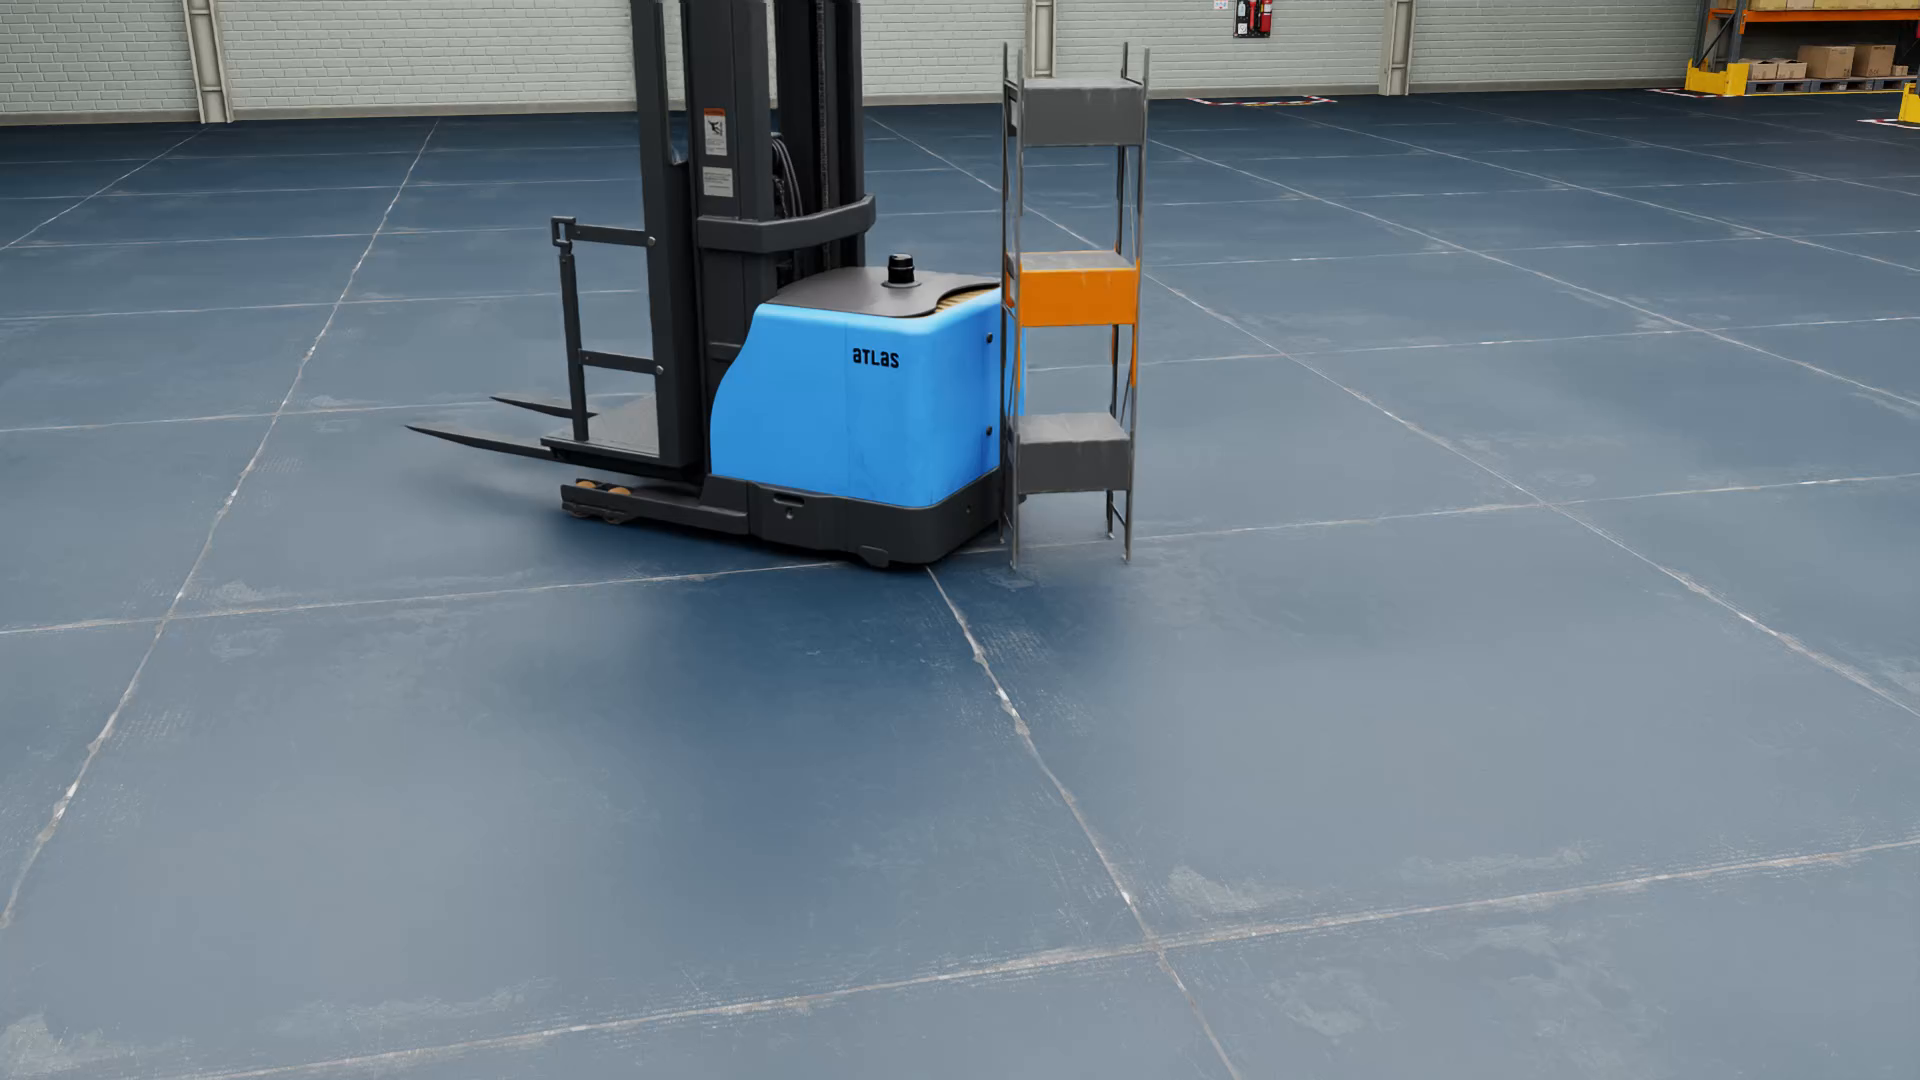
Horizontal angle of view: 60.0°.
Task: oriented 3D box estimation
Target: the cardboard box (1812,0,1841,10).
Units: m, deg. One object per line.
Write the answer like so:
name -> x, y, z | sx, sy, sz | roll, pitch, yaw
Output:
cardboard box -> 13.996, -8.795, 27.153 | 0.500, 0.250, 0.500 | -5, 21, -13

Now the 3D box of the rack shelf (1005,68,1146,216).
rack shelf -> 0.445, -1.580, 6.580 | 0.480, 0.518, 0.431 | -3, 20, -7

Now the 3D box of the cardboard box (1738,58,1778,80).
cardboard box -> 13.143, -7.809, 27.540 | 0.500, 0.311, 0.500 | -7, 21, -19

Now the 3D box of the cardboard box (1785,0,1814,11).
cardboard box -> 13.499, -8.757, 27.049 | 0.500, 0.250, 0.500 | -5, 21, -14

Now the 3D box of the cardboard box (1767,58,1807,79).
cardboard box -> 13.698, -7.854, 27.663 | 0.500, 0.311, 0.500 | -3, 20, -8

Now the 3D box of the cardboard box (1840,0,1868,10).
cardboard box -> 14.489, -8.835, 27.260 | 0.500, 0.250, 0.500 | -4, 21, -12

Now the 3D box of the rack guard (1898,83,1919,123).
rack guard -> 13.569, -6.006, 22.985 | 0.348, 0.500, 1.175 | -5, 21, -12

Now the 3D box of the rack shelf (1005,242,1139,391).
rack shelf -> 0.445, -0.923, 6.821 | 0.480, 0.518, 0.431 | -3, 20, -7

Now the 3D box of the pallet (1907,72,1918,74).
pallet -> 17.099, -7.909, 28.599 | 1.213, 0.211, 1.003 | -5, 21, -12

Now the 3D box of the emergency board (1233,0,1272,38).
emergency board -> 4.679, -8.527, 26.232 | 0.643, 1.169, 0.194 | -5, 21, -12

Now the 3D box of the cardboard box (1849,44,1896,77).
cardboard box -> 15.341, -8.094, 28.043 | 0.500, 0.500, 0.500 | -6, 21, -17

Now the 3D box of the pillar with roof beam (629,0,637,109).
pillar with roof beam -> -3.595, -9.136, 19.172 | 0.400, 9.000, 9.100 | -5, 21, -12

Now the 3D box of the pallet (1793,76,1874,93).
pallet -> 14.507, -7.684, 27.985 | 1.213, 0.211, 1.003 | -5, 21, -12

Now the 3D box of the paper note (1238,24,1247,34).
paper note -> 4.491, -8.123, 26.408 | 0.142, 0.148, 0.016 | -5, 21, -12

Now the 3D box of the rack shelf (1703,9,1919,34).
rack shelf -> 14.396, -8.660, 27.642 | 4.000, 0.370, 1.077 | -5, 21, -12

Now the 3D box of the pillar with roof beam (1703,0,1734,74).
pillar with roof beam -> 13.922, -10.561, 23.062 | 0.400, 9.000, 9.100 | -5, 21, -12

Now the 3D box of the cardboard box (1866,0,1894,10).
cardboard box -> 14.978, -8.875, 27.370 | 0.500, 0.250, 0.500 | -5, 21, -13

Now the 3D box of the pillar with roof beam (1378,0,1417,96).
pillar with roof beam -> 8.083, -10.086, 21.765 | 0.400, 9.000, 9.100 | -5, 21, -12

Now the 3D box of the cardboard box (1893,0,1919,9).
cardboard box -> 15.464, -8.920, 27.493 | 0.500, 0.250, 0.500 | -5, 21, -12

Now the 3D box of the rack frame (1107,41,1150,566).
rack frame -> 0.687, -0.947, 6.846 | 0.015, 2.100, 0.400 | -3, 20, -7

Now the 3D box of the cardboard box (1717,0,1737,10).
cardboard box -> 12.859, -8.881, 27.386 | 0.500, 0.250, 0.500 | -4, 21, -12

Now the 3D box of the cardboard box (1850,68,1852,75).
cardboard box -> 14.781, -7.905, 28.037 | 0.250, 0.149, 0.380 | -6, 21, -17

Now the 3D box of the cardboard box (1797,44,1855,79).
cardboard box -> 14.423, -7.984, 27.743 | 0.500, 0.500, 0.700 | -6, 21, -16

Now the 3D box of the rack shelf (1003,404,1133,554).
rack shelf -> 0.445, -0.265, 7.061 | 0.480, 0.518, 0.431 | -3, 20, -7

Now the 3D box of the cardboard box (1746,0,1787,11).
cardboard box -> 12.997, -8.711, 26.923 | 0.500, 0.250, 0.500 | -5, 21, -14

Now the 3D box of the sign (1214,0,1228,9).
sign -> 4.117, -8.535, 26.200 | 0.234, 0.329, 0.001 | -5, 21, -12

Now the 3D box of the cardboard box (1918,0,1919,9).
cardboard box -> 15.951, -8.956, 27.593 | 0.500, 0.250, 0.500 | -5, 21, -12

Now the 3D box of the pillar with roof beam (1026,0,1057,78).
pillar with roof beam -> 2.244, -9.611, 20.469 | 0.400, 9.000, 9.100 | -5, 21, -12

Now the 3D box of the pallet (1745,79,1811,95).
pallet -> 13.322, -7.589, 27.725 | 1.213, 0.211, 1.003 | -5, 21, -12

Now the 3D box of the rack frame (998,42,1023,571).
rack frame -> 0.203, -0.925, 6.786 | 0.015, 2.100, 0.400 | -3, 20, -7

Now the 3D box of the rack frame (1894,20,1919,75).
rack frame -> 16.342, -9.156, 27.950 | 0.127, 3.000, 1.000 | -5, 21, -12

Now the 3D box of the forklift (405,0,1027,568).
forklift -> -1.243, -1.596, 7.410 | 3.031, 2.935, 1.130 | 10, 22, 25

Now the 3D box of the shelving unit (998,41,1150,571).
shelving unit -> 0.445, -0.936, 6.816 | 0.503, 2.100, 0.431 | -3, 20, -7

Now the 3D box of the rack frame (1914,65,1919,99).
rack frame -> 13.593, -7.182, 22.560 | 0.127, 3.000, 1.000 | -5, 21, -12

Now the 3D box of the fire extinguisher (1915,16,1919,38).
fire extinguisher -> 13.371, -7.292, 22.972 | 0.183, 0.674, 0.296 | -5, 21, -12

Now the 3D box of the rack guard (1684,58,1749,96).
rack guard -> 12.523, -7.672, 27.532 | 0.348, 0.500, 1.175 | -5, 21, -12

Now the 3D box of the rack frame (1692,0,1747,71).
rack frame -> 12.449, -8.840, 27.086 | 0.127, 3.000, 1.000 | -5, 21, -12

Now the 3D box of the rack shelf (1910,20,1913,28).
rack shelf -> 18.288, -8.977, 28.506 | 4.000, 0.370, 1.077 | -5, 21, -12

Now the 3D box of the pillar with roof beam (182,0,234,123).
pillar with roof beam -> -9.434, -8.661, 17.876 | 0.400, 9.000, 9.100 | -5, 21, -12

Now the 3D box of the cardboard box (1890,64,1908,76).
cardboard box -> 15.828, -7.980, 28.219 | 0.250, 0.166, 0.380 | -7, 21, -20

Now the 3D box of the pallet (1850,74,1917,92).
pallet -> 15.696, -7.782, 28.252 | 1.213, 0.211, 1.003 | -5, 21, -12
